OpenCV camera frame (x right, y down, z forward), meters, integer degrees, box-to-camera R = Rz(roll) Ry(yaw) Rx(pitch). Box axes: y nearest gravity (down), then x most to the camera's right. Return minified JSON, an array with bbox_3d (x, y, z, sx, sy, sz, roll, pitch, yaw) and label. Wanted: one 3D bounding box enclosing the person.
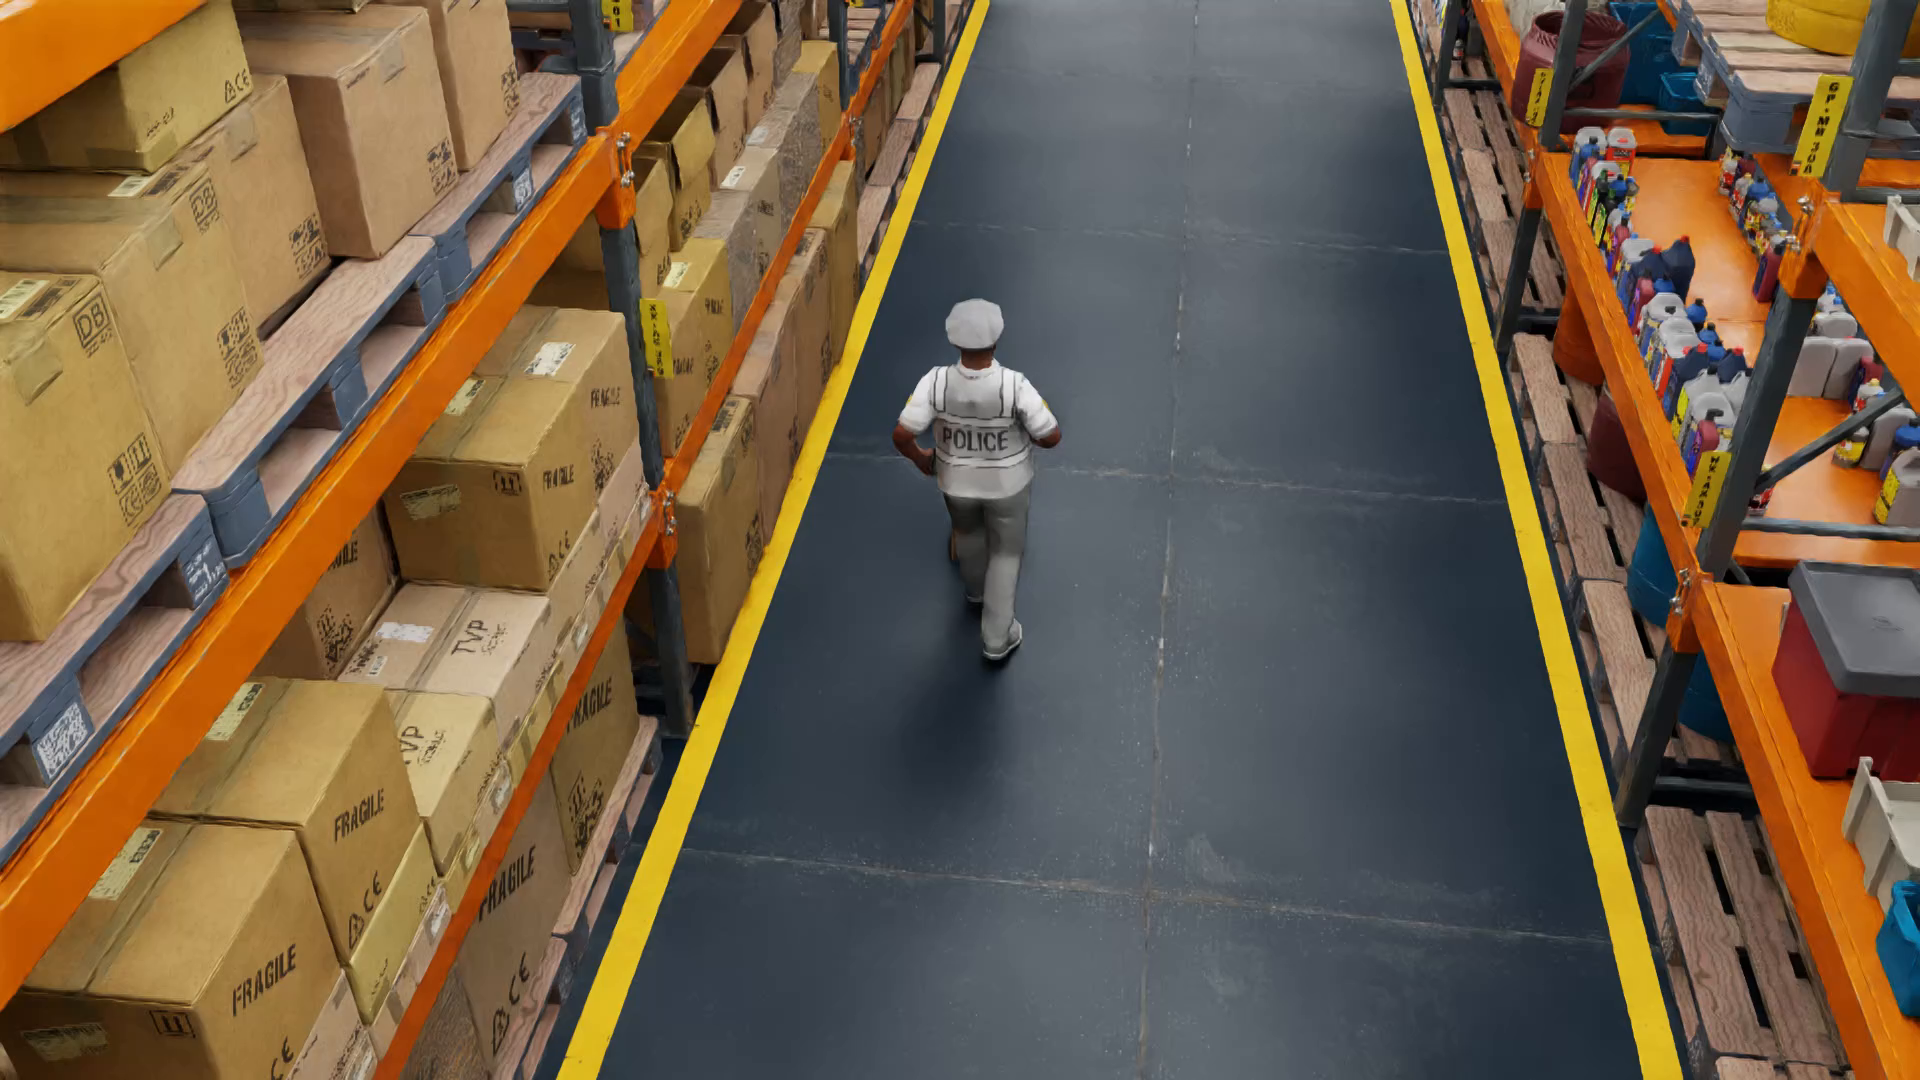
[{"bbox_3d":[0.121,-0.344,7.487,0.710,1.781,0.750,7,37,10],"label":"person"}]
